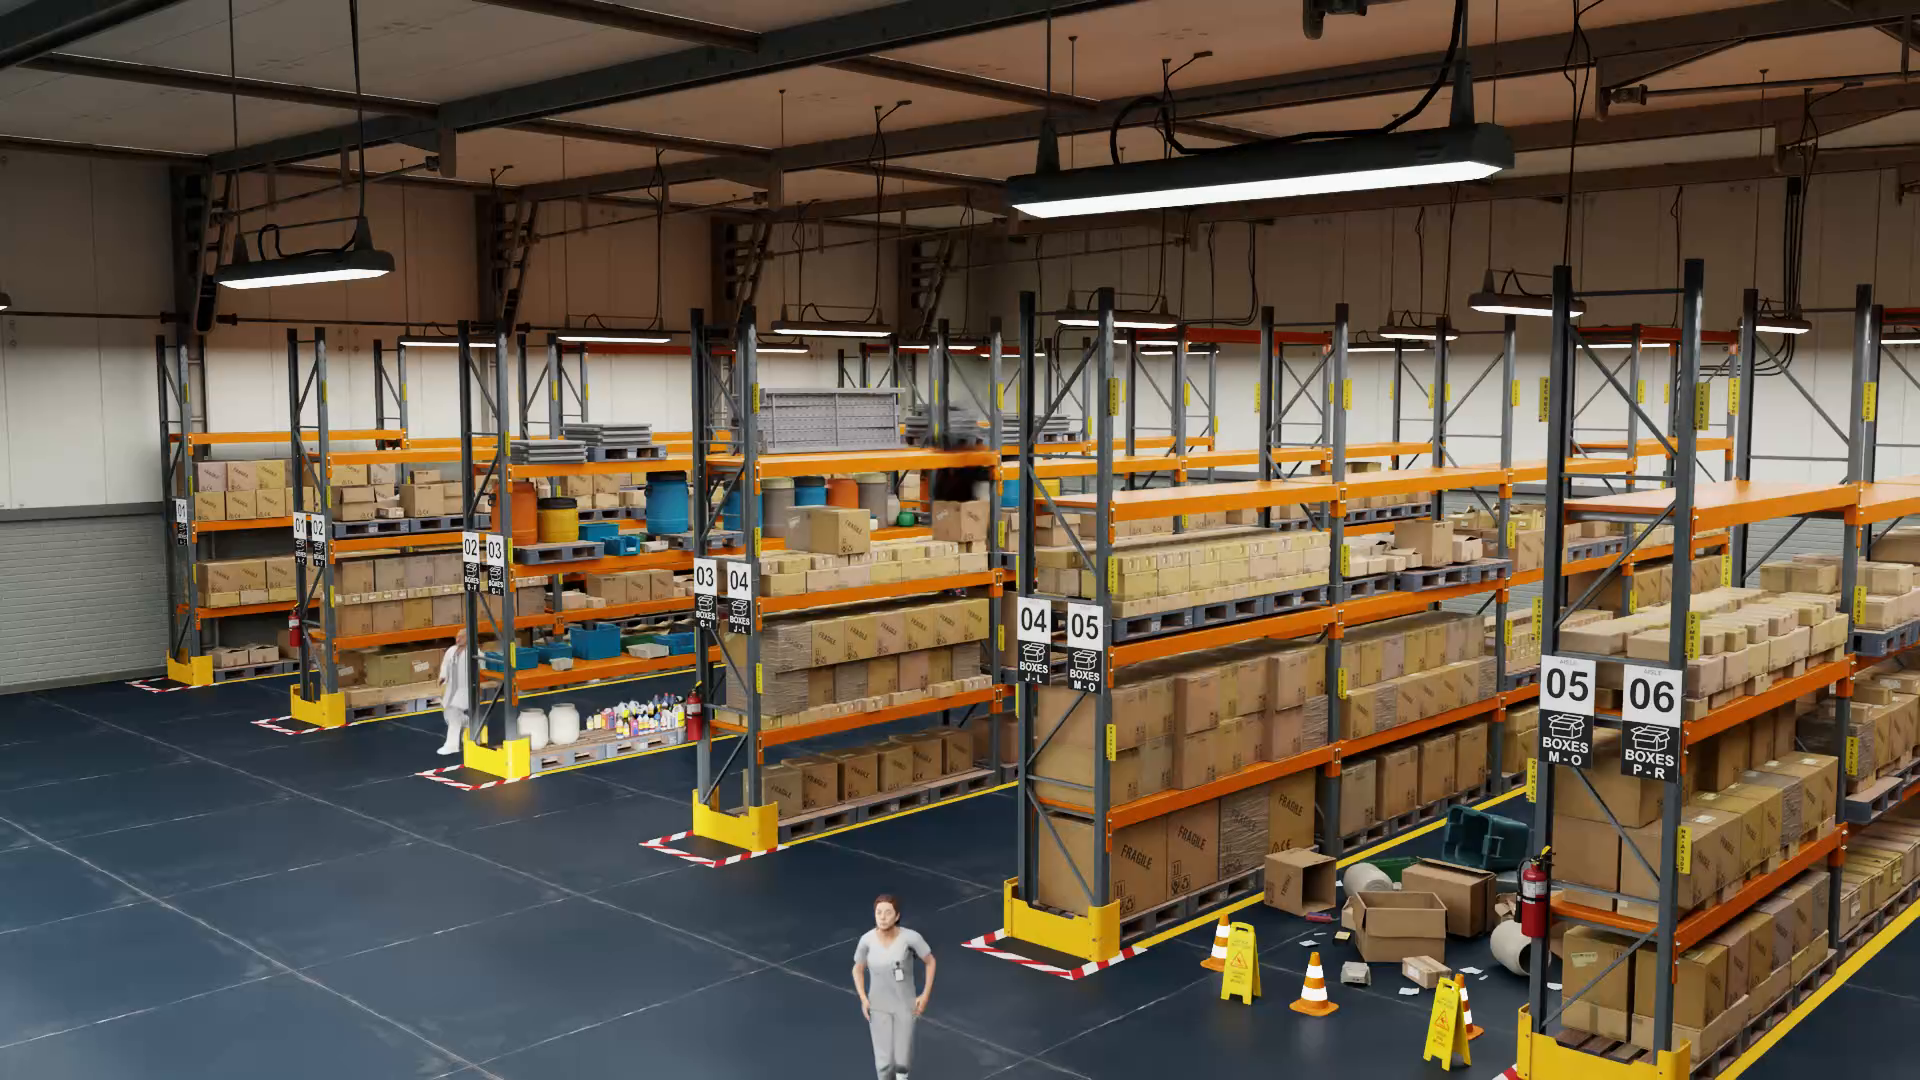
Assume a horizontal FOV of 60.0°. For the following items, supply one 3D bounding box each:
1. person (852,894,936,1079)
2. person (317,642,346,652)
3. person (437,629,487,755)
[{"bbox_3d":[-0.462,3.268,11.675,0.581,1.642,0.636,1,5,7],"label":"person"},{"bbox_3d":[-10.280,1.790,27.464,0.613,1.629,0.586,4,7,38],"label":"person"},{"bbox_3d":[-6.948,2.106,23.333,0.753,1.735,0.808,2,6,19],"label":"person"}]
